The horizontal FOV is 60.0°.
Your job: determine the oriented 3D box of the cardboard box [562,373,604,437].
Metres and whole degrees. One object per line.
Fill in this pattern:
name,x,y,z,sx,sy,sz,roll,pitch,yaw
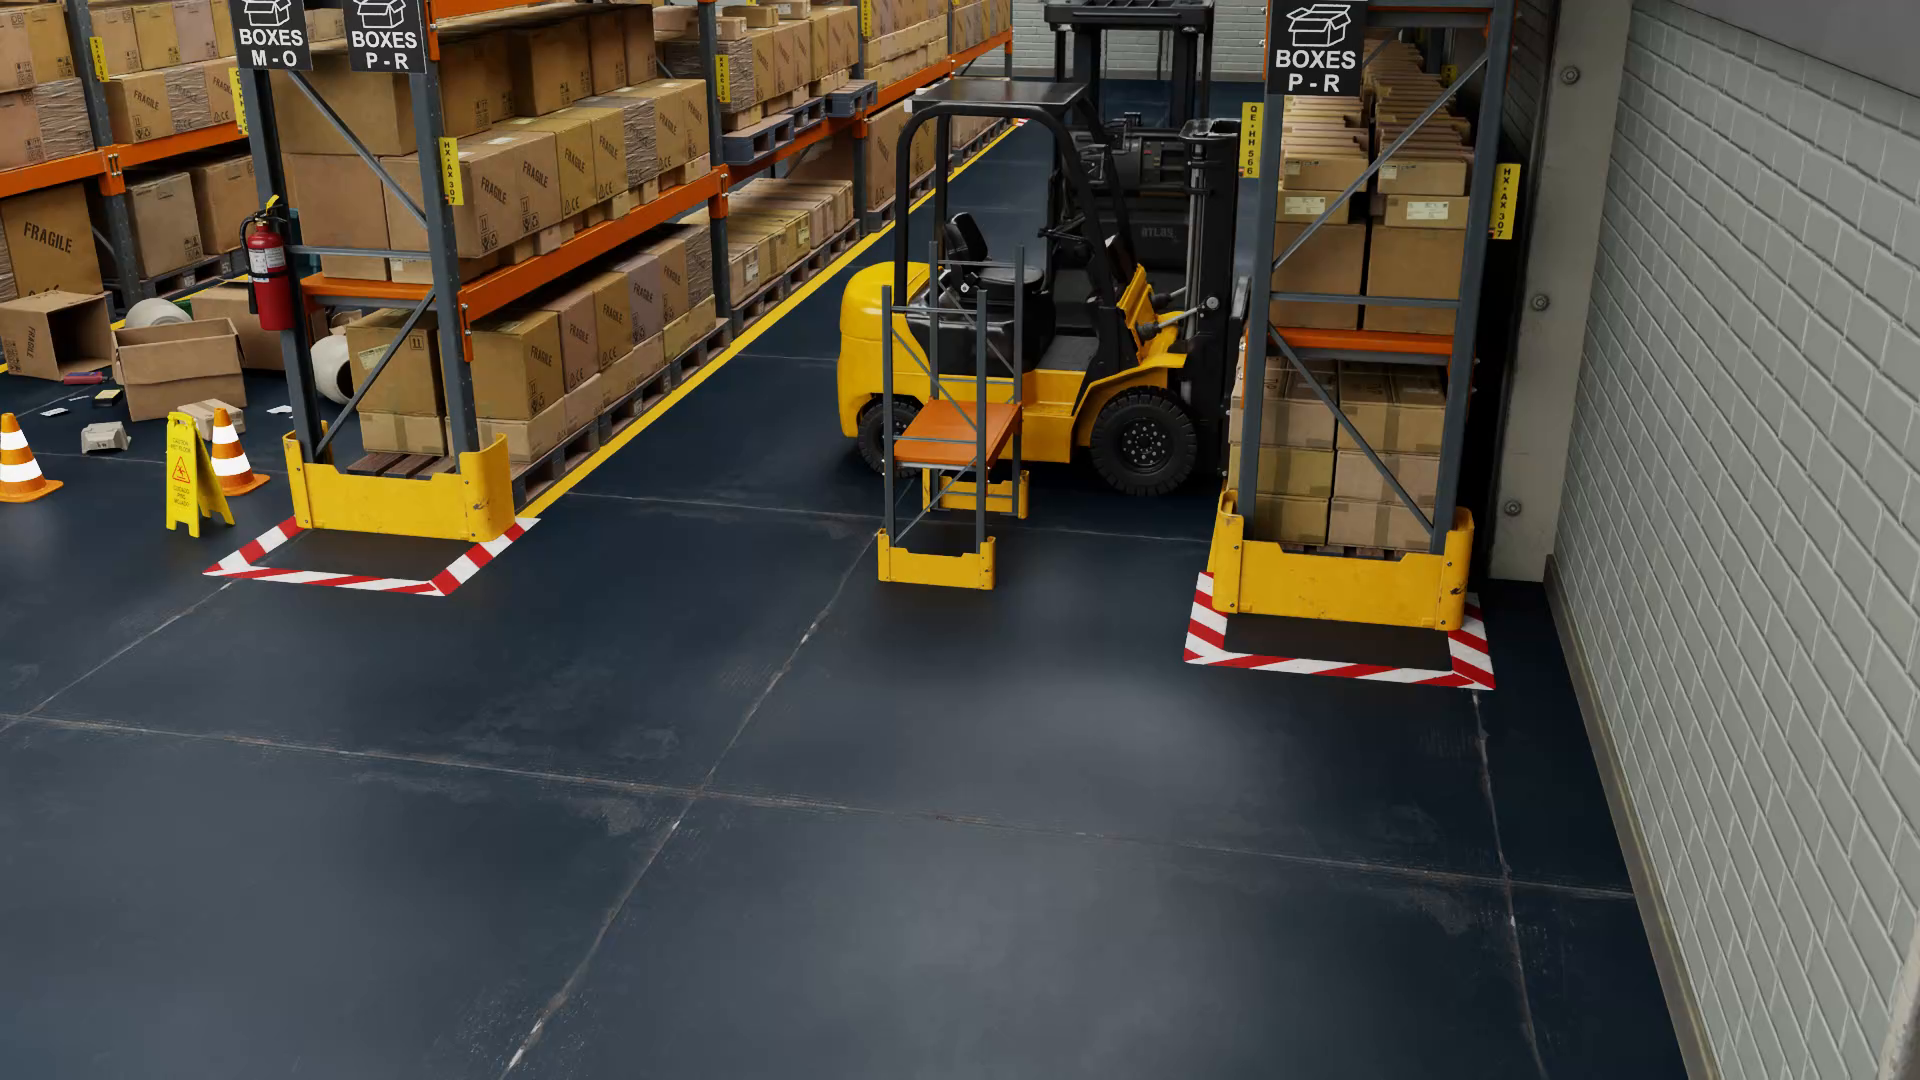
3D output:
cardboard box,-2.491,-0.833,10.025,0.500,0.250,0.500,5,23,13

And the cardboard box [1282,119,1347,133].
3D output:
cardboard box,1.803,-2.088,8.623,0.380,0.149,0.250,5,22,12

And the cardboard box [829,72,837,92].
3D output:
cardboard box,-1.293,-4.029,14.617,0.380,0.149,0.250,3,22,8

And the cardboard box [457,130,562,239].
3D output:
cardboard box,-2.568,-1.980,9.222,0.500,0.500,0.500,5,23,13

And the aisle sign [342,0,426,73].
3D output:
aisle sign,-2.747,-2.613,7.847,0.394,0.787,0.004,4,22,11

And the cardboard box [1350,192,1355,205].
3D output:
cardboard box,1.754,-1.758,8.201,0.380,0.149,0.250,5,22,12

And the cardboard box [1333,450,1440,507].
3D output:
cardboard box,2.121,-0.384,8.241,0.500,0.250,0.500,5,22,12

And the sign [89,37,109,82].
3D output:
sign,-6.545,-3.653,12.645,0.100,0.325,0.005,4,22,11

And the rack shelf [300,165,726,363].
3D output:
rack shelf,-2.630,-1.851,10.398,1.077,0.370,4.000,4,22,11

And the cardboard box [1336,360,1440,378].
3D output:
cardboard box,2.203,-0.804,8.615,0.500,0.250,0.500,4,22,11

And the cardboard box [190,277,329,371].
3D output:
cardboard box,-4.976,-1.537,11.813,0.797,0.637,0.503,4,22,11

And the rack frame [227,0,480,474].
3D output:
rack frame,-3.038,-1.454,8.447,1.000,3.000,0.127,4,22,11

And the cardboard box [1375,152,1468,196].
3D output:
cardboard box,2.099,-1.668,7.580,0.380,0.149,0.250,4,22,10

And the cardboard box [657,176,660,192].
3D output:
cardboard box,-2.228,-2.388,11.104,0.380,0.149,0.250,4,22,10

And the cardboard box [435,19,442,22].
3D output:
cardboard box,-5.774,-5.612,17.751,0.380,0.149,0.250,6,23,13

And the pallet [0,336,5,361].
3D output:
pallet,-7.567,-1.244,11.659,1.003,0.211,1.213,4,22,11

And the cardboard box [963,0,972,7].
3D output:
cardboard box,-0.146,-6.692,19.983,0.500,0.500,0.500,4,22,10

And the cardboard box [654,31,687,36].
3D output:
cardboard box,-2.253,-3.663,12.840,0.500,0.500,0.500,5,22,11

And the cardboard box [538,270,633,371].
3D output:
cardboard box,-2.386,-1.378,10.374,0.500,0.500,0.500,5,22,12

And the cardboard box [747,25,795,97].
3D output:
cardboard box,-1.630,-3.808,13.200,0.500,0.500,0.500,4,22,11

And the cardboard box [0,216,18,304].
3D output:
cardboard box,-7.466,-1.911,11.866,0.875,0.875,0.875,5,22,11

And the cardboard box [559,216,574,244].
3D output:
cardboard box,-2.479,-1.816,9.684,0.380,0.149,0.250,5,22,12

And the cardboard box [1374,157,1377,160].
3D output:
cardboard box,2.510,-2.186,9.264,0.380,0.149,0.250,4,22,9

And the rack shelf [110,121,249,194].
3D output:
rack shelf,-6.681,-3.655,14.876,1.077,0.370,4.000,4,22,11

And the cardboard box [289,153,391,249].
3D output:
cardboard box,-3.197,-1.857,8.918,0.500,0.500,0.500,4,22,10

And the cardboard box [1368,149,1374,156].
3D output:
cardboard box,2.611,-2.032,9.750,0.500,0.500,0.500,4,22,9

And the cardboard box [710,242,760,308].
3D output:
cardboard box,-2.118,-2.084,12.969,0.950,0.372,0.625,5,22,12

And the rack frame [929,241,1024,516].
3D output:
rack frame,0.086,-0.850,8.958,0.500,1.500,0.032,4,22,11

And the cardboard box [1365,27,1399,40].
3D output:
cardboard box,3.712,-4.420,15.117,0.500,0.500,0.500,6,23,13

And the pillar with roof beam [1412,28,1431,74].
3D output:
pillar with roof beam,1.080,-8.762,18.564,9.100,9.000,0.400,4,22,11

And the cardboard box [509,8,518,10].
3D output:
cardboard box,-5.397,-6.142,19.464,0.380,0.149,0.250,5,22,11

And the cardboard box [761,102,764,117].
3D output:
cardboard box,-1.758,-3.373,12.987,0.380,0.149,0.250,6,23,14

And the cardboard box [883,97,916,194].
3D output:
cardboard box,-0.998,-4.161,17.451,0.875,0.875,0.875,5,22,12

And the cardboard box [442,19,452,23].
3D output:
cardboard box,-5.716,-5.568,18.041,0.380,0.149,0.250,4,22,10

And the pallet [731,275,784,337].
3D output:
pallet,-2.065,-1.908,13.308,1.003,0.211,1.213,4,22,11

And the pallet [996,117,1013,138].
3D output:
pallet,0.140,-5.713,22.757,1.003,0.211,1.213,4,22,11

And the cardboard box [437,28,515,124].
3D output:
cardboard box,-3.034,-2.684,9.632,0.700,0.500,0.500,4,22,10

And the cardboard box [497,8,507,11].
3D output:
cardboard box,-5.456,-6.182,19.167,0.380,0.149,0.250,4,22,9

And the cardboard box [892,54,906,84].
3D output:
cardboard box,-0.860,-4.850,17.082,0.500,0.250,0.500,5,23,13

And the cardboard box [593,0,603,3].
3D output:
cardboard box,-4.876,-6.892,21.419,0.500,0.500,0.500,4,22,10

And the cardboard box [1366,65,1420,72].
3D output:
cardboard box,3.231,-3.461,12.430,0.380,0.149,0.250,4,22,11

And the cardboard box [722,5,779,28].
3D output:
cardboard box,-1.659,-4.147,13.172,0.380,0.149,0.250,6,23,14

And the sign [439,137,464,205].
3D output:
sign,-2.507,-1.814,8.183,0.100,0.325,0.005,4,22,11

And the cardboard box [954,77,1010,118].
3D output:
cardboard box,0.190,-6.062,22.759,0.875,0.438,0.875,4,22,9

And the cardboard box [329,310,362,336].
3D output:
cardboard box,-4.489,-1.514,12.257,0.258,0.266,0.396,-11,25,-26

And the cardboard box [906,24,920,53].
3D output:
cardboard box,-0.724,-5.263,17.438,0.500,0.250,0.500,5,22,12

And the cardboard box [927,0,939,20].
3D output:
cardboard box,-0.533,-5.980,18.214,0.500,0.500,0.500,5,22,12

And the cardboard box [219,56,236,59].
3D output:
cardboard box,-6.407,-4.028,14.706,0.500,0.500,0.500,5,22,12

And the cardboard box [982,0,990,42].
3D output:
cardboard box,0.082,-6.594,21.077,0.500,0.500,0.500,5,22,13

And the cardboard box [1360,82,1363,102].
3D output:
cardboard box,2.274,-2.734,10.227,0.380,0.149,0.250,4,22,10

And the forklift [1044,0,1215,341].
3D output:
forklift,1.160,-2.674,11.569,1.130,2.935,3.031,4,22,9

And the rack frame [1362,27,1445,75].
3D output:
rack frame,2.638,-2.539,11.144,1.000,3.000,0.127,4,22,11

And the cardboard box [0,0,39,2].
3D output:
cardboard box,-10.807,-6.151,18.634,0.797,0.503,0.637,5,22,12

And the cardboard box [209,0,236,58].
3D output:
cardboard box,-6.682,-4.507,14.556,0.700,0.500,0.500,4,22,10

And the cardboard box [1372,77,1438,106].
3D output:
cardboard box,2.777,-2.796,10.381,0.380,0.149,0.250,4,22,9

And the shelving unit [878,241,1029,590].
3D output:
shelving unit,-0.016,-0.668,8.504,0.587,1.500,1.083,4,22,11

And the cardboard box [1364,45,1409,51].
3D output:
cardboard box,3.529,-4.021,13.820,0.380,0.149,0.250,4,22,11

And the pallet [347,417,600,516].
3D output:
pallet,-2.822,-0.482,9.768,1.003,0.211,1.213,4,22,11

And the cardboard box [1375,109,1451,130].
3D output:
cardboard box,2.443,-2.232,8.980,0.380,0.149,0.250,5,22,11
